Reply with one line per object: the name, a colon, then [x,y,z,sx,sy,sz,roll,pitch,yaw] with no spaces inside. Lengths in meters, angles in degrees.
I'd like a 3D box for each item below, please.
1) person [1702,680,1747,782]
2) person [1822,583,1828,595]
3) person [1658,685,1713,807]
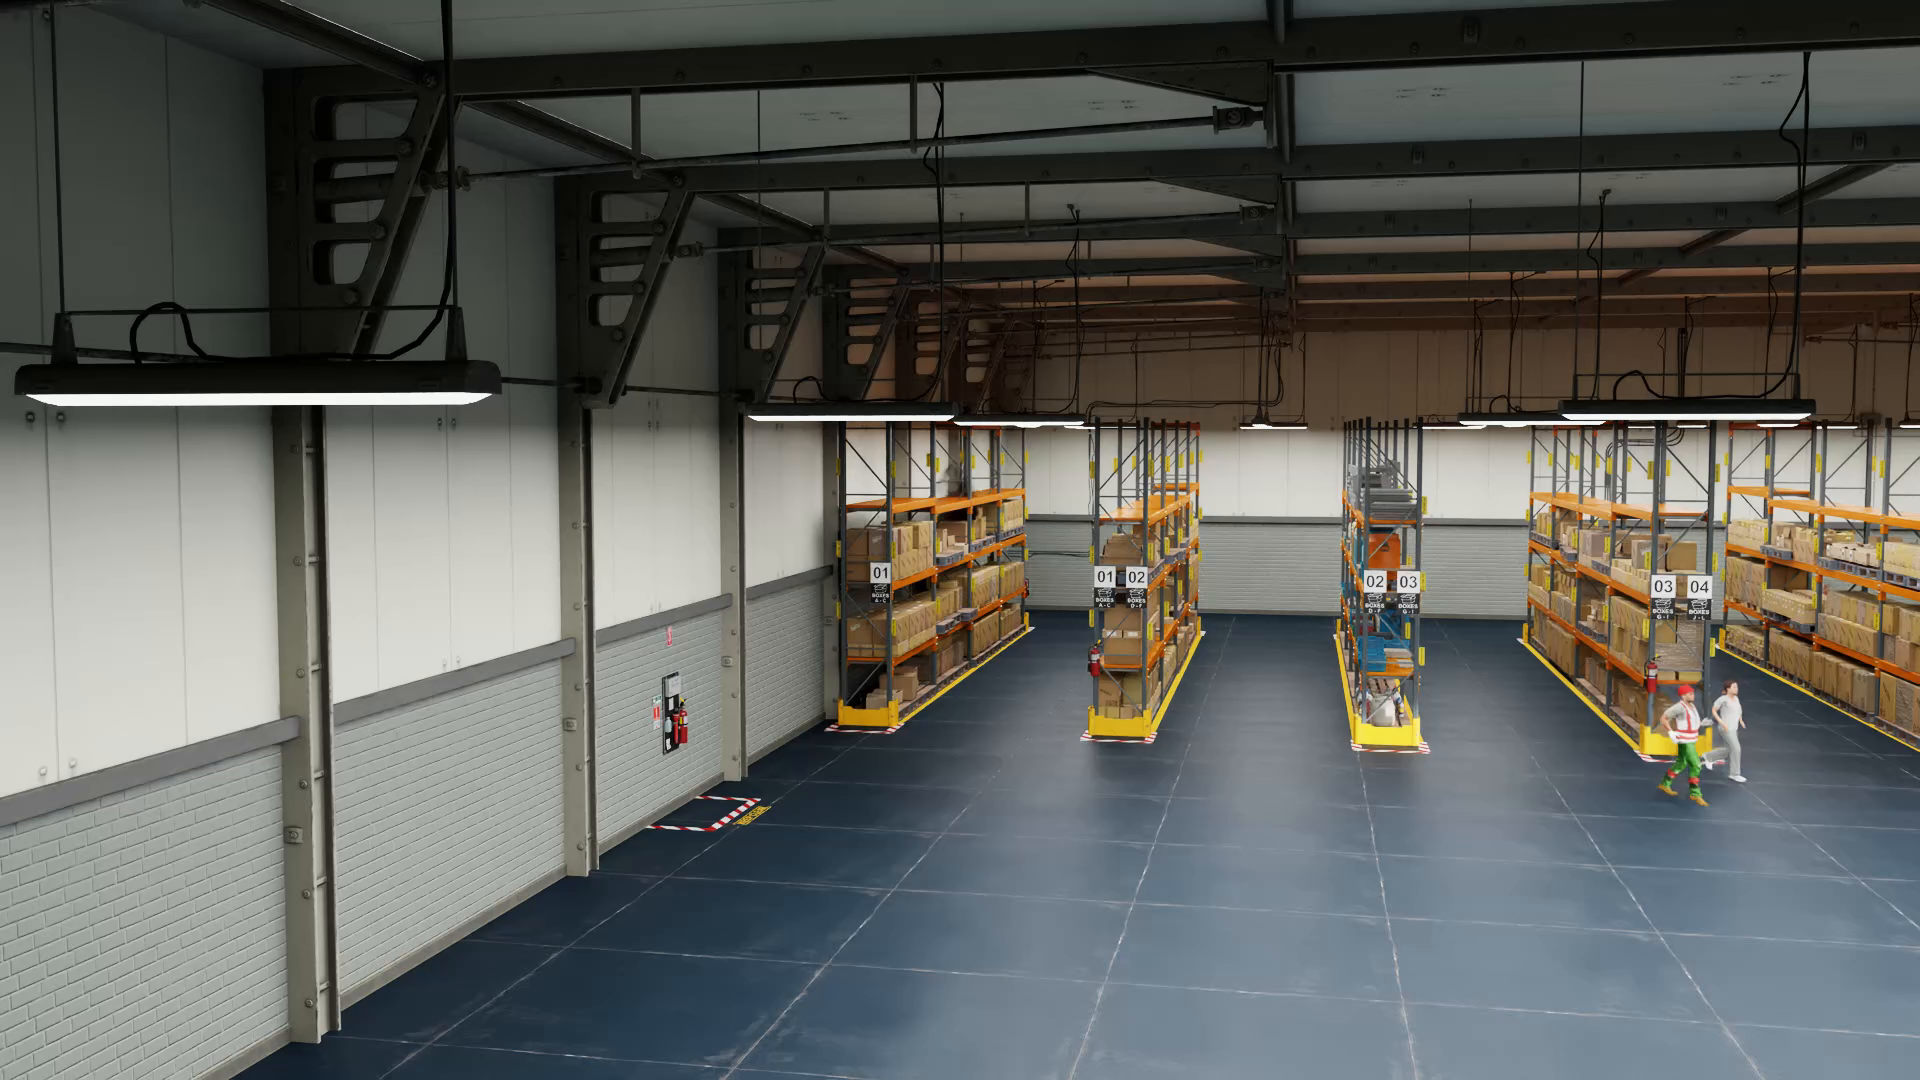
person: [12.652,3.123,27.525,0.556,1.652,0.819,-3,5,-35]
person: [23.432,1.997,44.905,0.734,1.655,0.650,0,4,4]
person: [11.201,3.146,25.692,0.835,1.834,0.654,4,5,44]
